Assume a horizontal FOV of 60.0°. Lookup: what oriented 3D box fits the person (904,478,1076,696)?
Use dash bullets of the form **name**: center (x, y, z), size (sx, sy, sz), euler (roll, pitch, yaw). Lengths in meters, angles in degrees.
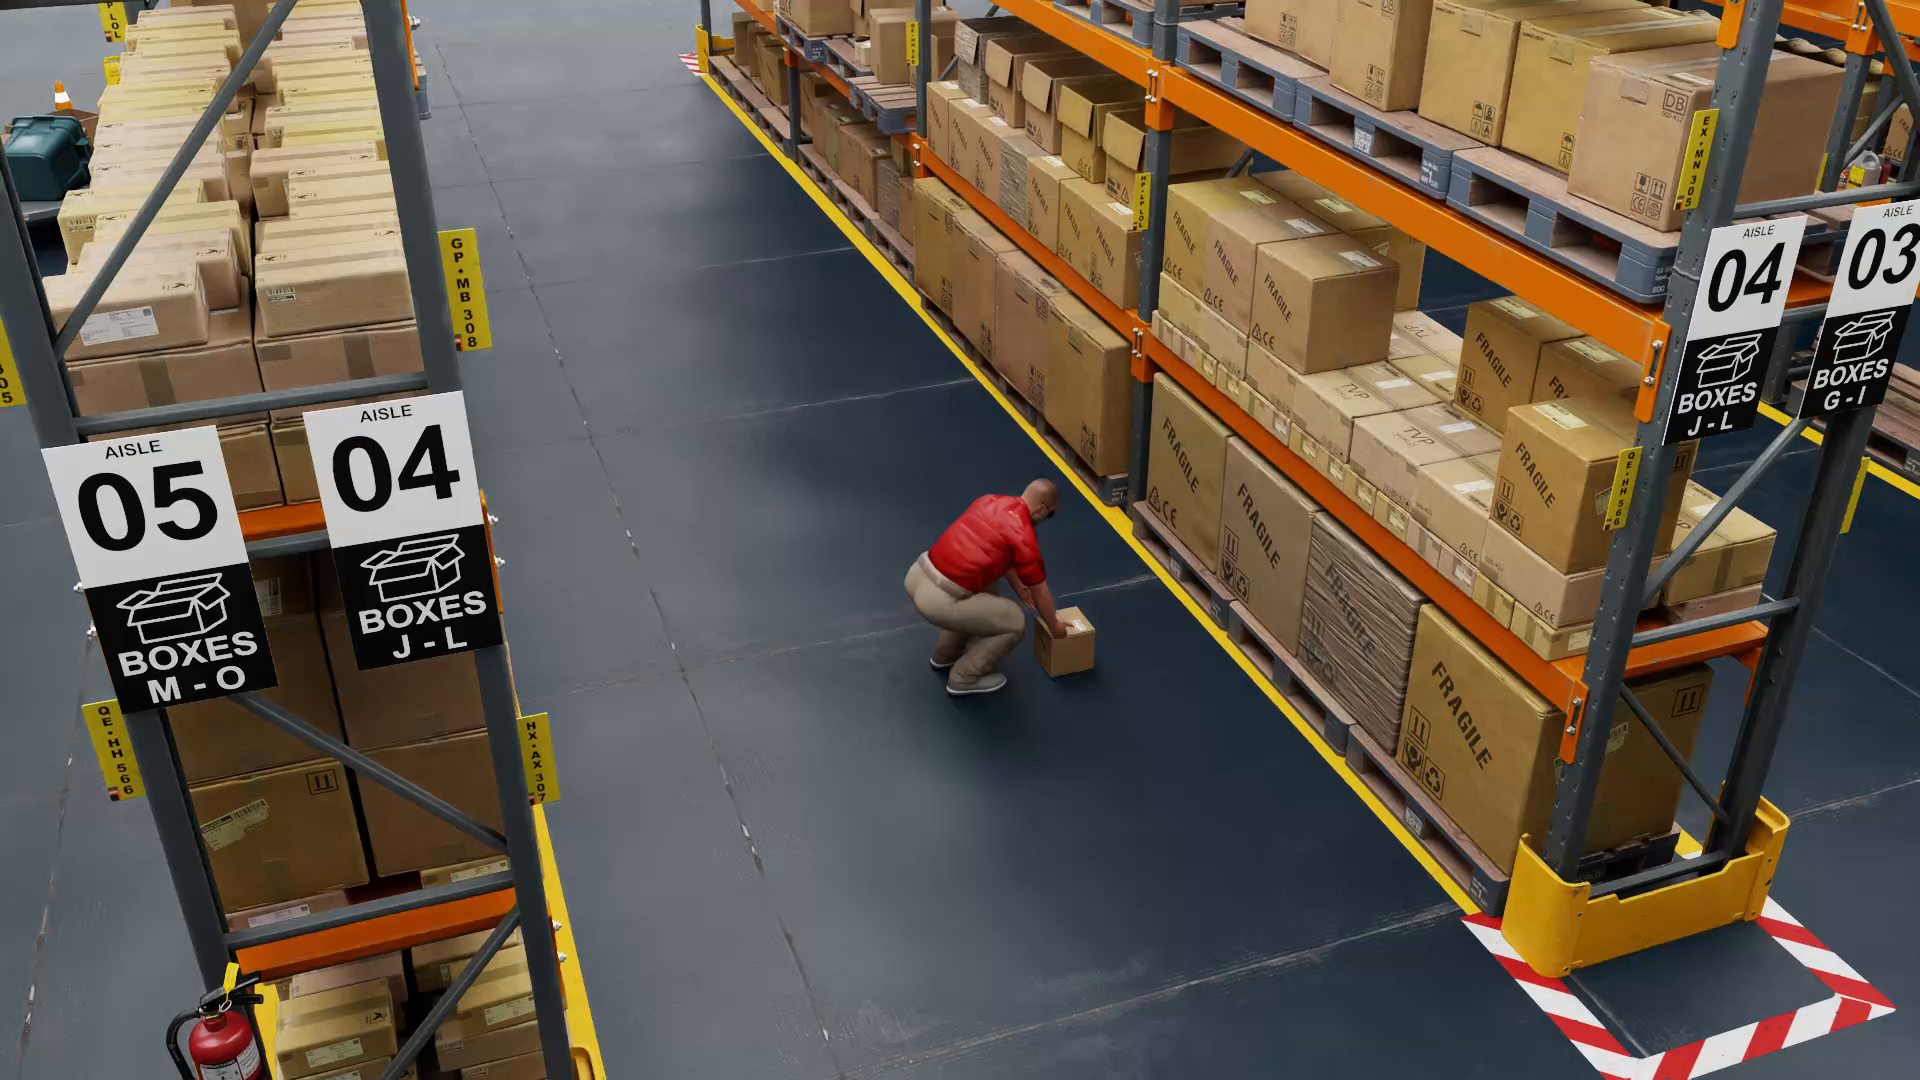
- **person**: center (0.162, 0.218, 8.660), size (0.788, 1.060, 0.568), euler (-10, 31, -18)
